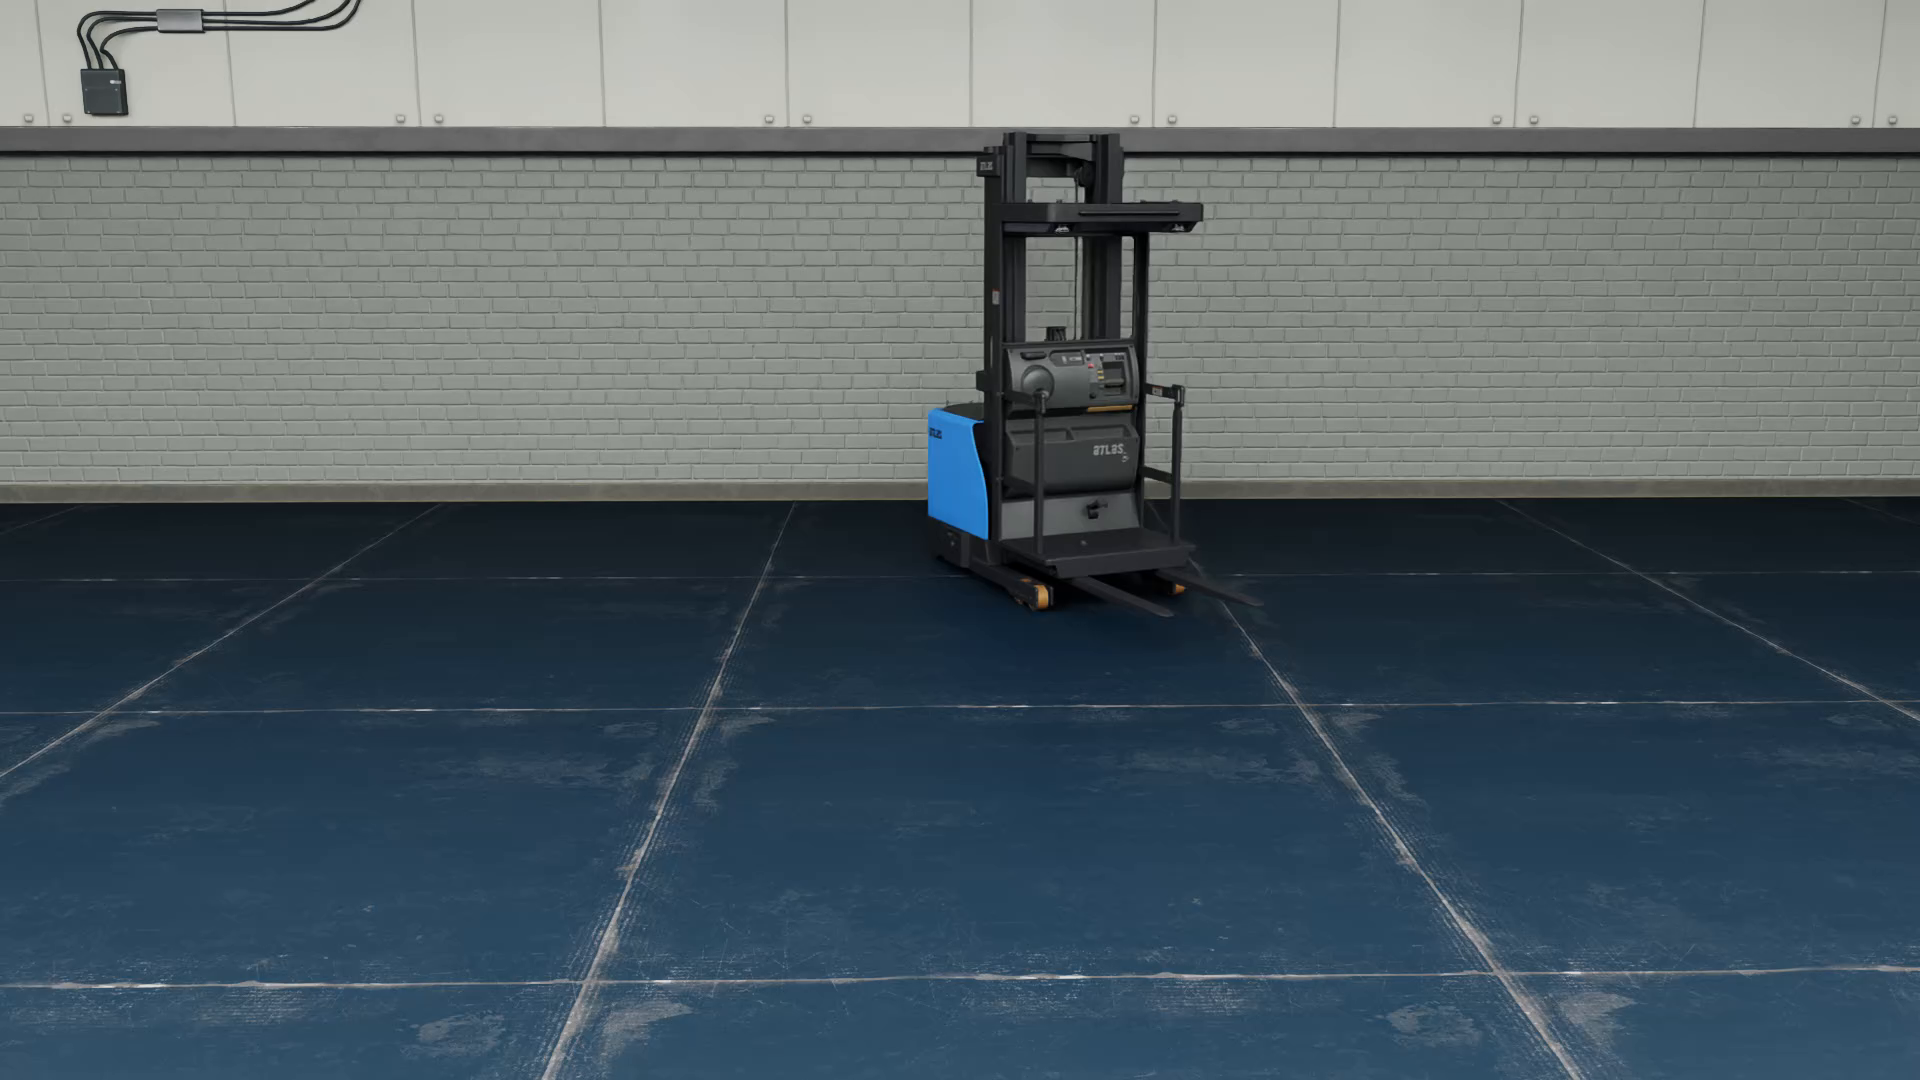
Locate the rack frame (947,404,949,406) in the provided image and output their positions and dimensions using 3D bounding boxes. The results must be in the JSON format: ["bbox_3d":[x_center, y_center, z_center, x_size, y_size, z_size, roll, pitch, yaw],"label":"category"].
[{"bbox_3d":[0.004,-0.480,12.283,0.200,1.050,0.008,0,11,-1],"label":"rack frame"}]

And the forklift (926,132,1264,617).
[{"bbox_3d":[0.826,-1.092,10.570,1.130,2.935,3.031,-5,13,-24],"label":"forklift"}]

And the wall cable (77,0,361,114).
[{"bbox_3d":[-5.904,-6.388,12.861,2.305,6.003,0.169,0,11,-1],"label":"wall cable"}]

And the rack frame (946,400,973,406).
[{"bbox_3d":[-0.001,-0.528,12.522,0.200,1.050,0.008,0,11,-1],"label":"rack frame"}]

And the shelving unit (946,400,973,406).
[{"bbox_3d":[0.001,-0.504,12.402,0.215,1.050,0.252,0,11,-1],"label":"shelving unit"}]
